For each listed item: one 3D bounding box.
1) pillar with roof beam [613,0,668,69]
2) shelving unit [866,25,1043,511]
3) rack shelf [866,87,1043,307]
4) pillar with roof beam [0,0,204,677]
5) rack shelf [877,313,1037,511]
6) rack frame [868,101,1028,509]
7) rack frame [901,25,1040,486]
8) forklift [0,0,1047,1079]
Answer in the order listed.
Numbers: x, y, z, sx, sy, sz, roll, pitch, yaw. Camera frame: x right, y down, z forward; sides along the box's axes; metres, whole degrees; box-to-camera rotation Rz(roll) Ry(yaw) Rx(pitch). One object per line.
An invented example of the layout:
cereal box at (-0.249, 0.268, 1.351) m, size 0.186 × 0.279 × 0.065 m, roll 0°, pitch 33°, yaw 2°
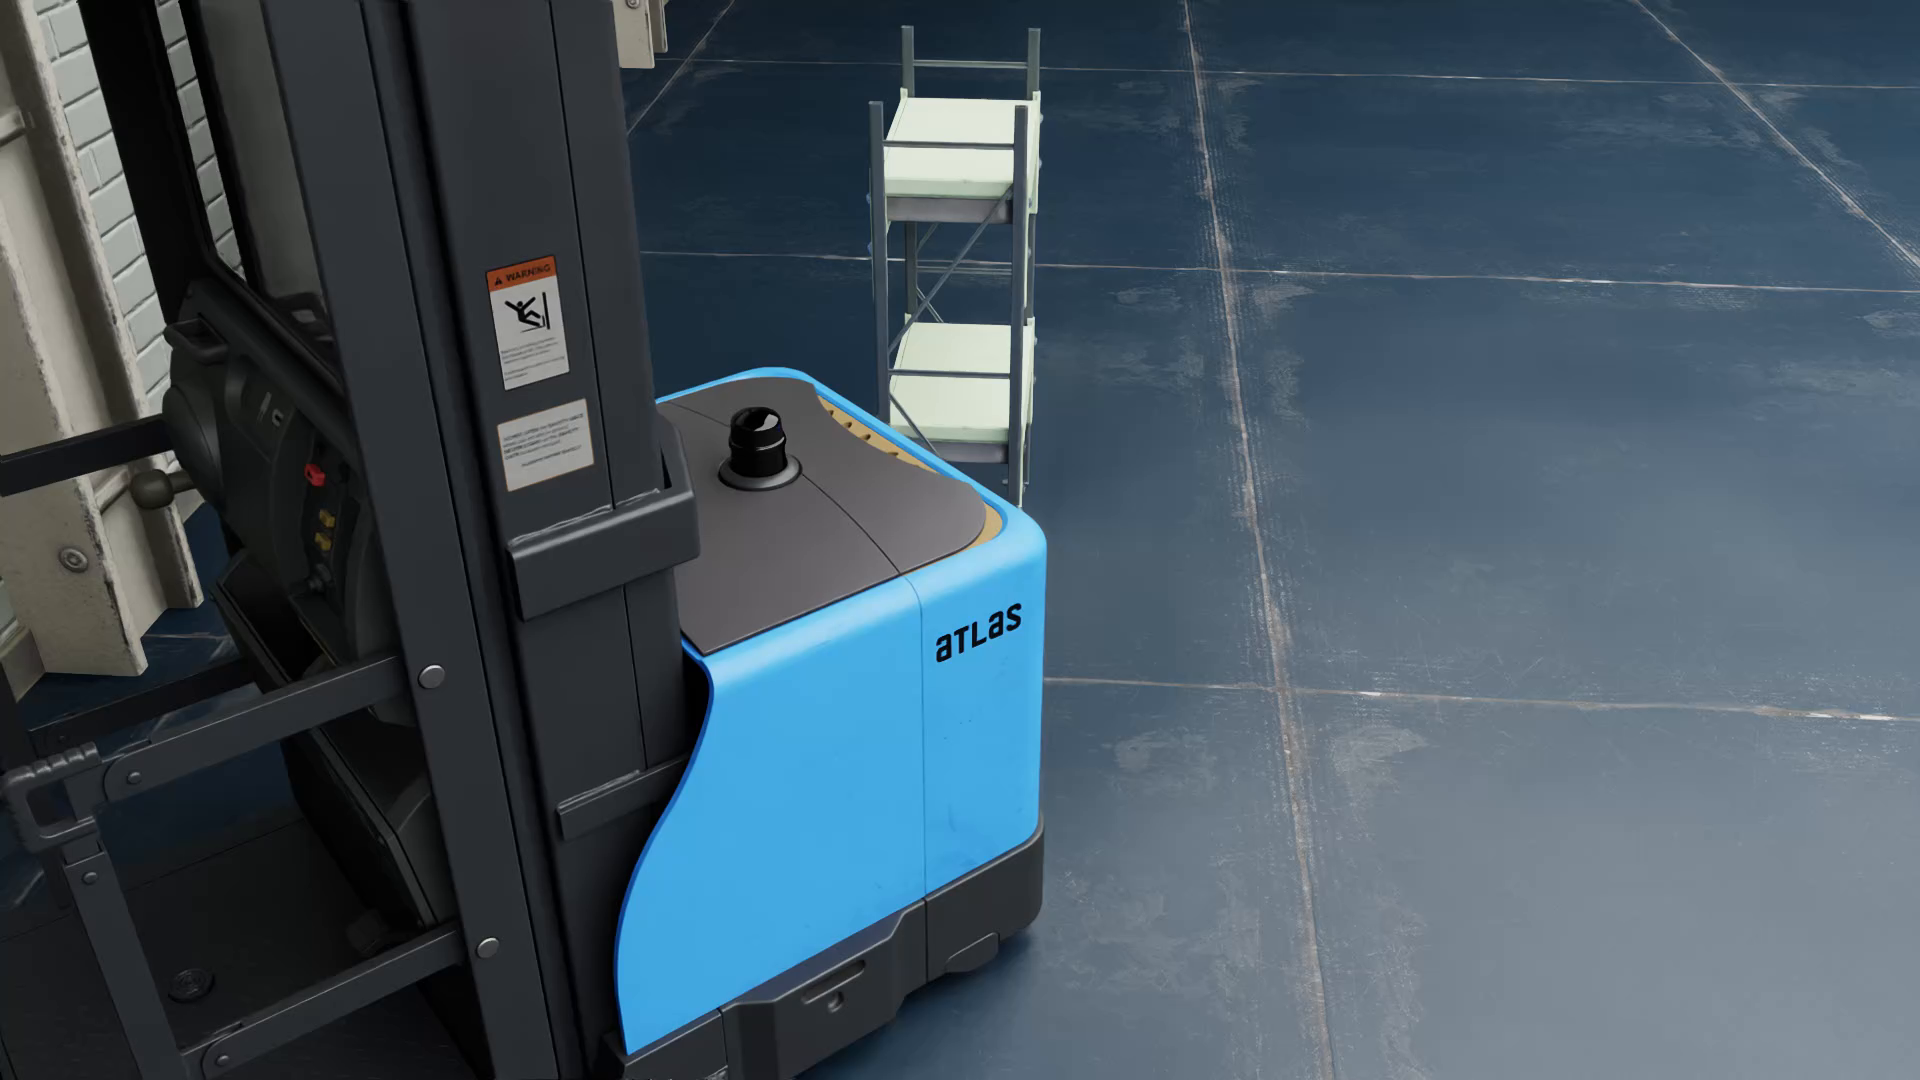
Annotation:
pillar with roof beam at (2.355, -6.515, 7.244) m, size 9.100 × 9.000 × 0.400 m, roll 2°, pitch 32°, yaw 4°
shelving unit at (0.001, -0.642, 4.862) m, size 0.431 × 1.500 × 0.755 m, roll 2°, pitch 32°, yaw 4°
rack shelf at (0.001, -0.974, 4.657) m, size 0.431 × 0.370 × 0.720 m, roll 2°, pitch 32°, yaw 4°
pillar with roof beam at (1.866, -3.377, 2.153) m, size 9.100 × 9.000 × 0.400 m, roll 2°, pitch 32°, yaw 4°
rack shelf at (0.001, -0.364, 5.033) m, size 0.431 × 0.370 × 0.720 m, roll 2°, pitch 32°, yaw 4°
rack frame at (-0.029, -0.451, 4.552) m, size 0.400 × 1.500 × 0.023 m, roll 2°, pitch 32°, yaw 4°
rack frame at (0.030, -0.833, 5.173) m, size 0.400 × 1.500 × 0.023 m, roll 2°, pitch 32°, yaw 4°
forklift at (-1.291, -0.089, 2.601) m, size 3.031 × 2.935 × 1.130 m, roll -22°, pitch 38°, yaw -31°
